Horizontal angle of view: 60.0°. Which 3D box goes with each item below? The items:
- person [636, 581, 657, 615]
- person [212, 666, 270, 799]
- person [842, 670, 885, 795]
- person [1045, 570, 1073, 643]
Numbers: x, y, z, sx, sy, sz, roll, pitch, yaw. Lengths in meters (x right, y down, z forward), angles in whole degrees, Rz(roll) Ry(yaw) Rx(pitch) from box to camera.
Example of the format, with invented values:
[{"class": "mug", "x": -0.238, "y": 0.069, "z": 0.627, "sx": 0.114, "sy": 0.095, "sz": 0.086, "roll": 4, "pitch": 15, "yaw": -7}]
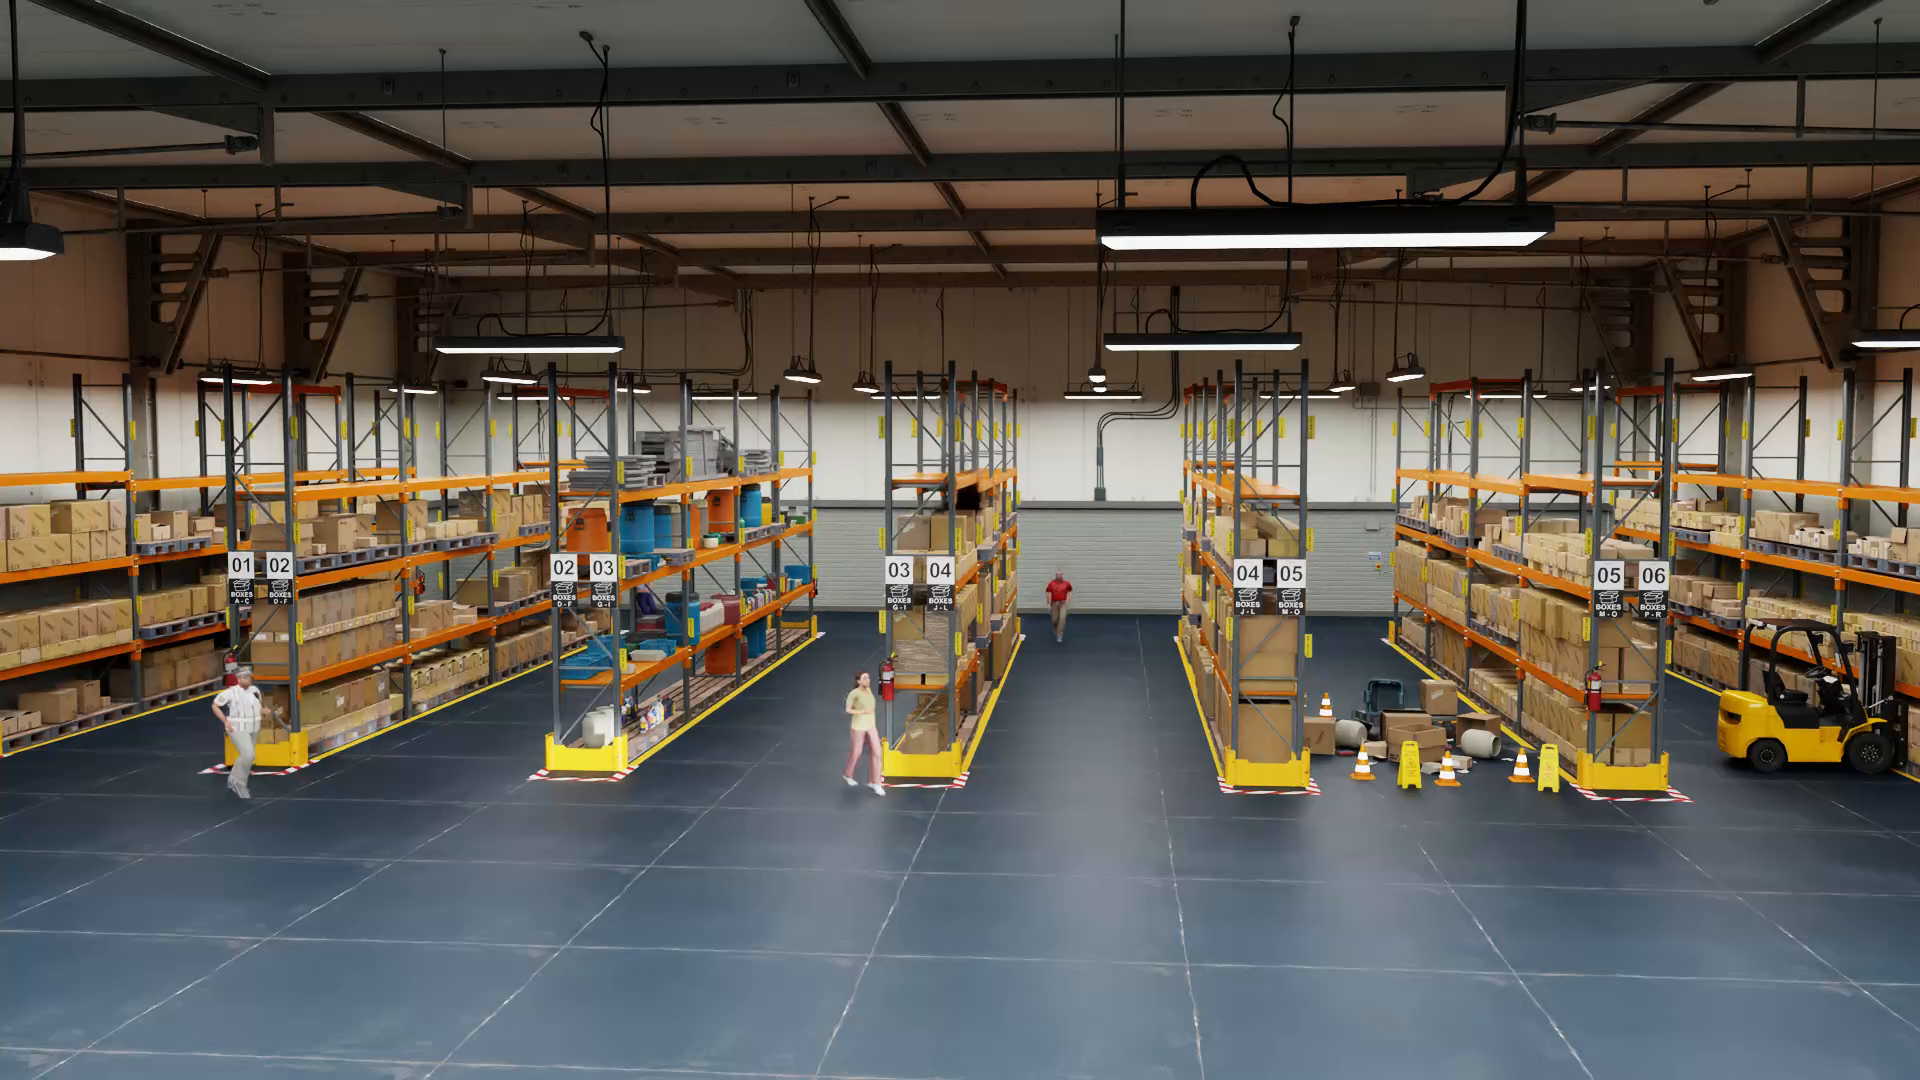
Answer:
[{"class": "person", "x": -7.935, "y": 1.466, "z": 41.818, "sx": 0.682, "sy": 1.581, "sz": 0.578, "roll": -2, "pitch": 4, "yaw": -25}, {"class": "person", "x": -9.796, "y": 2.637, "z": 22.784, "sx": 0.753, "sy": 1.836, "sz": 0.636, "roll": 2, "pitch": 4, "yaw": 22}, {"class": "person", "x": -1.378, "y": 2.642, "z": 23.046, "sx": 0.565, "sy": 1.710, "sz": 0.810, "roll": -3, "pitch": 5, "yaw": -37}, {"class": "person", "x": 2.364, "y": 1.564, "z": 39.558, "sx": 0.669, "sy": 1.698, "sz": 0.763, "roll": 0, "pitch": 4, "yaw": 4}]
